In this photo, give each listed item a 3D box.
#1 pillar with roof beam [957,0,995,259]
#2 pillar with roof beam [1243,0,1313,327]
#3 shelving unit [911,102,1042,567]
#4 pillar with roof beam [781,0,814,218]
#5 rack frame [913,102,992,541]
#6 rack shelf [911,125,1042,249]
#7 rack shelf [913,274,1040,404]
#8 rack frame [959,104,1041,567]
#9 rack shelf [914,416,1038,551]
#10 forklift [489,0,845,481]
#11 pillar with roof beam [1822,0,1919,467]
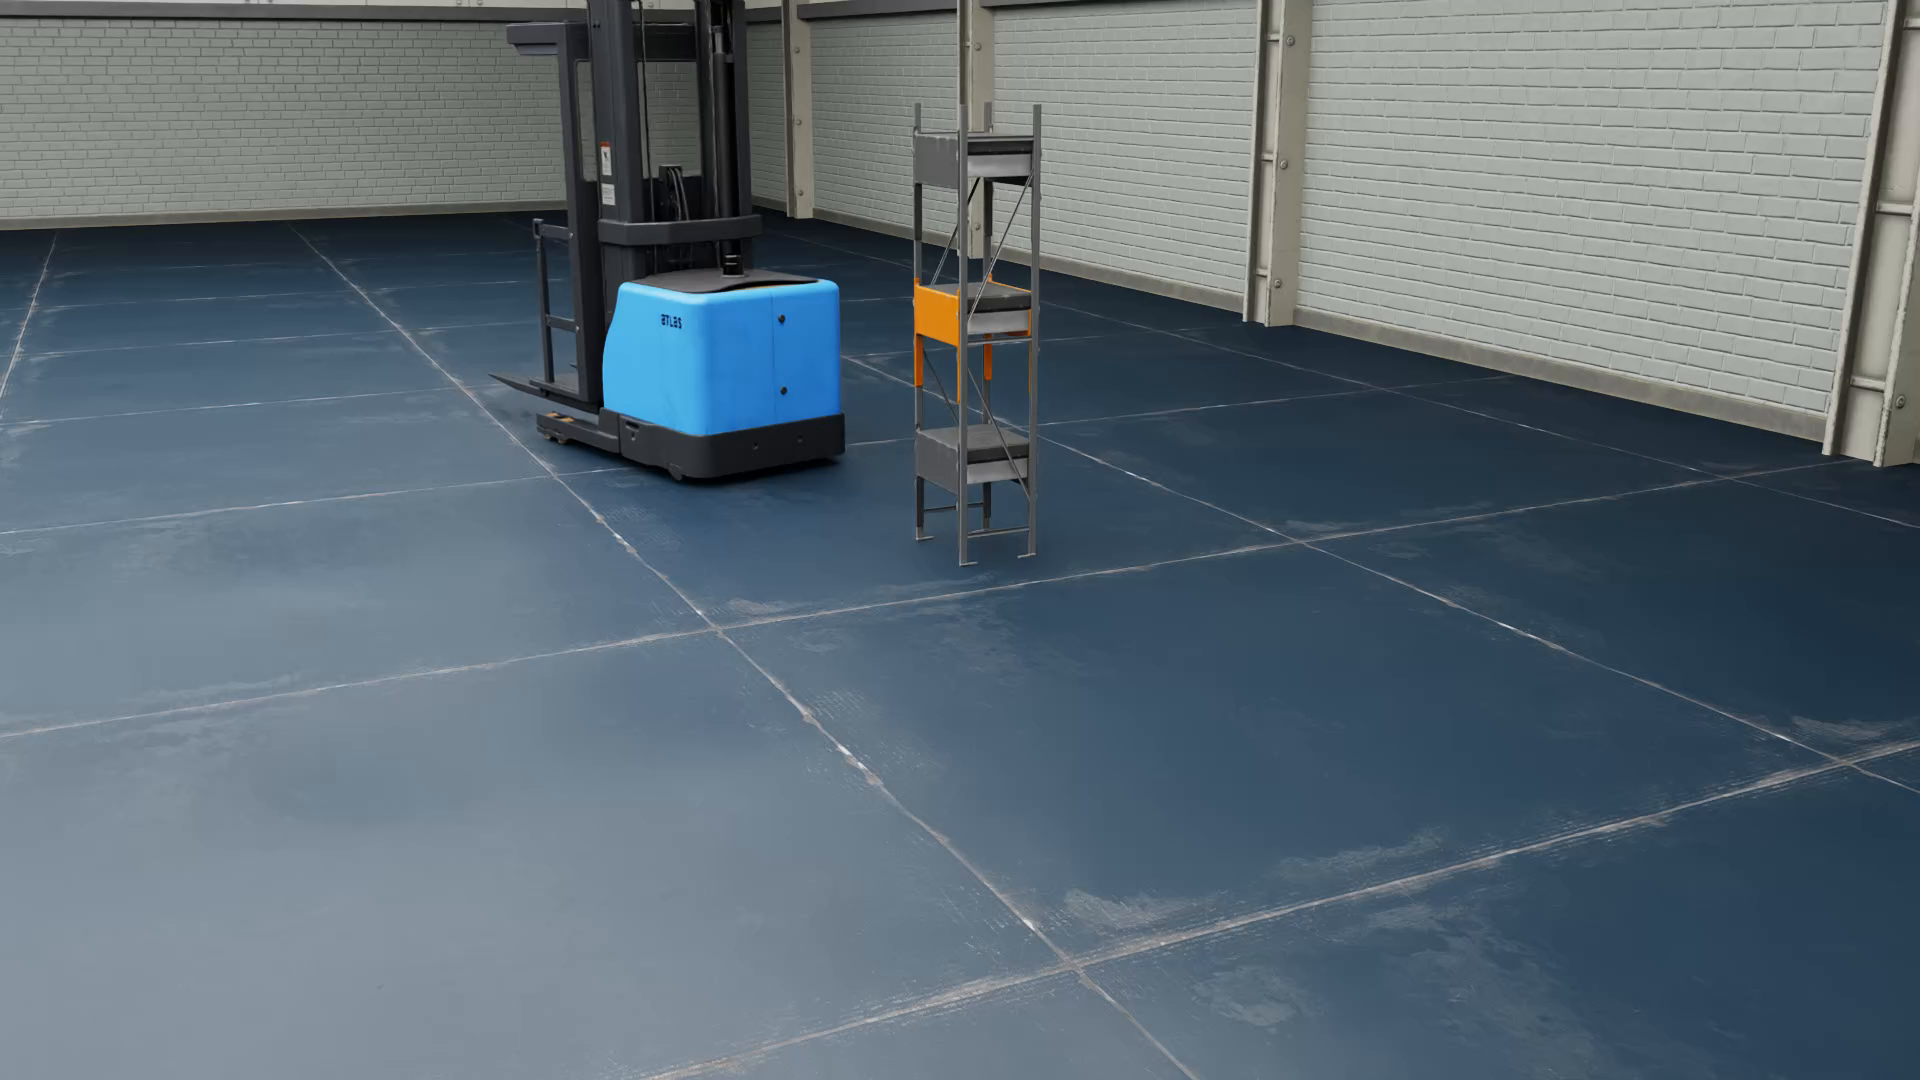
[{"bbox_3d":[-3.683,-7.275,17.287,9.100,9.000,0.400,-8,18,-25],"label":"pillar with roof beam"},{"bbox_3d":[-1.054,-5.787,12.102,9.100,9.000,0.400,-8,18,-25],"label":"pillar with roof beam"},{"bbox_3d":[0.073,-0.968,7.818,0.431,2.100,0.503,-8,18,-25],"label":"shelving unit"},{"bbox_3d":[-6.311,-8.762,22.471,9.100,9.000,0.400,-8,18,-25],"label":"pillar with roof beam"},{"bbox_3d":[-0.034,-1.029,8.029,0.400,2.100,0.015,-8,18,-25],"label":"rack frame"},{"bbox_3d":[0.073,-1.628,7.629,0.431,0.518,0.480,-8,18,-25],"label":"rack shelf"},{"bbox_3d":[0.073,-0.955,7.822,0.431,0.518,0.480,-8,18,-25],"label":"rack shelf"},{"bbox_3d":[0.179,-0.908,7.607,0.400,2.100,0.015,-8,18,-25],"label":"rack frame"},{"bbox_3d":[0.073,-0.282,8.015,0.431,0.518,0.480,-8,18,-25],"label":"rack shelf"},{"bbox_3d":[-2.010,-2.080,10.185,1.130,2.935,3.031,-13,21,-38],"label":"forklift"},{"bbox_3d":[1.574,-4.299,6.918,9.100,9.000,0.400,-8,18,-25],"label":"pillar with roof beam"}]
